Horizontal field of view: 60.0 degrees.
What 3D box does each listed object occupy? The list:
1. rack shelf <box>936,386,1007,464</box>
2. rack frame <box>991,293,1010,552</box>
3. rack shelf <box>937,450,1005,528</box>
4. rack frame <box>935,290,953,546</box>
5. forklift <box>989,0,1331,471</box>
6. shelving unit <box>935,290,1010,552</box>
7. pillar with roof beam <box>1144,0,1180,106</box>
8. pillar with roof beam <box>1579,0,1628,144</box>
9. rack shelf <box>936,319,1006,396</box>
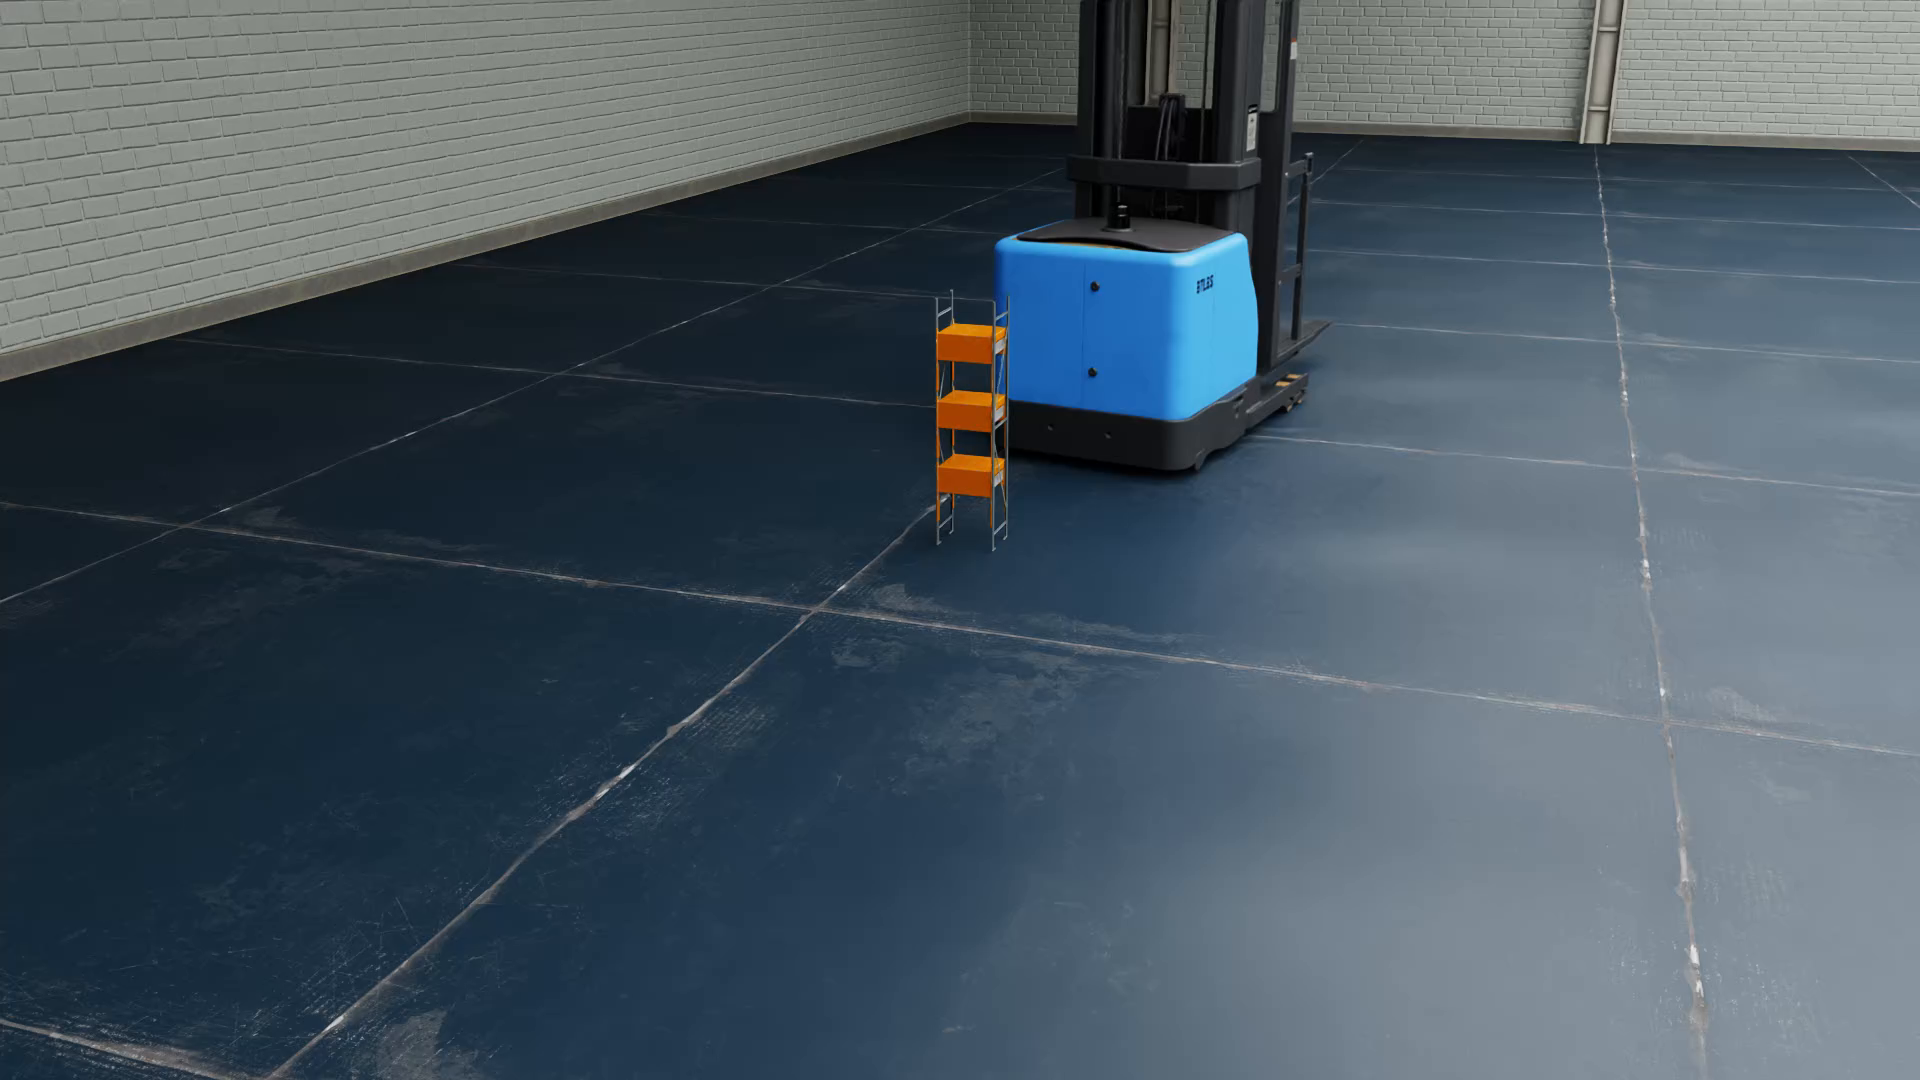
[{"bbox_3d":[0.051,-0.480,6.890,0.240,0.259,0.215,7,20,18],"label":"rack shelf"},{"bbox_3d":[0.166,-0.477,6.849,0.008,1.050,0.200,7,20,18],"label":"rack frame"},{"bbox_3d":[0.051,-0.218,6.982,0.240,0.259,0.215,7,20,18],"label":"rack shelf"},{"bbox_3d":[-0.065,-0.503,6.925,0.008,1.050,0.200,7,20,18],"label":"rack frame"},{"bbox_3d":[1.287,-2.149,8.787,1.130,2.935,3.031,10,22,27],"label":"forklift"},{"bbox_3d":[0.051,-0.490,6.887,0.252,1.050,0.215,7,20,18],"label":"shelving unit"},{"bbox_3d":[1.502,-8.934,19.034,0.400,9.000,9.100,7,20,18],"label":"pillar with roof beam"},{"bbox_3d":[7.170,-8.285,17.174,0.400,9.000,9.100,7,20,18],"label":"pillar with roof beam"},{"bbox_3d":[0.051,-0.748,6.797,0.240,0.259,0.215,7,20,18],"label":"rack shelf"}]
